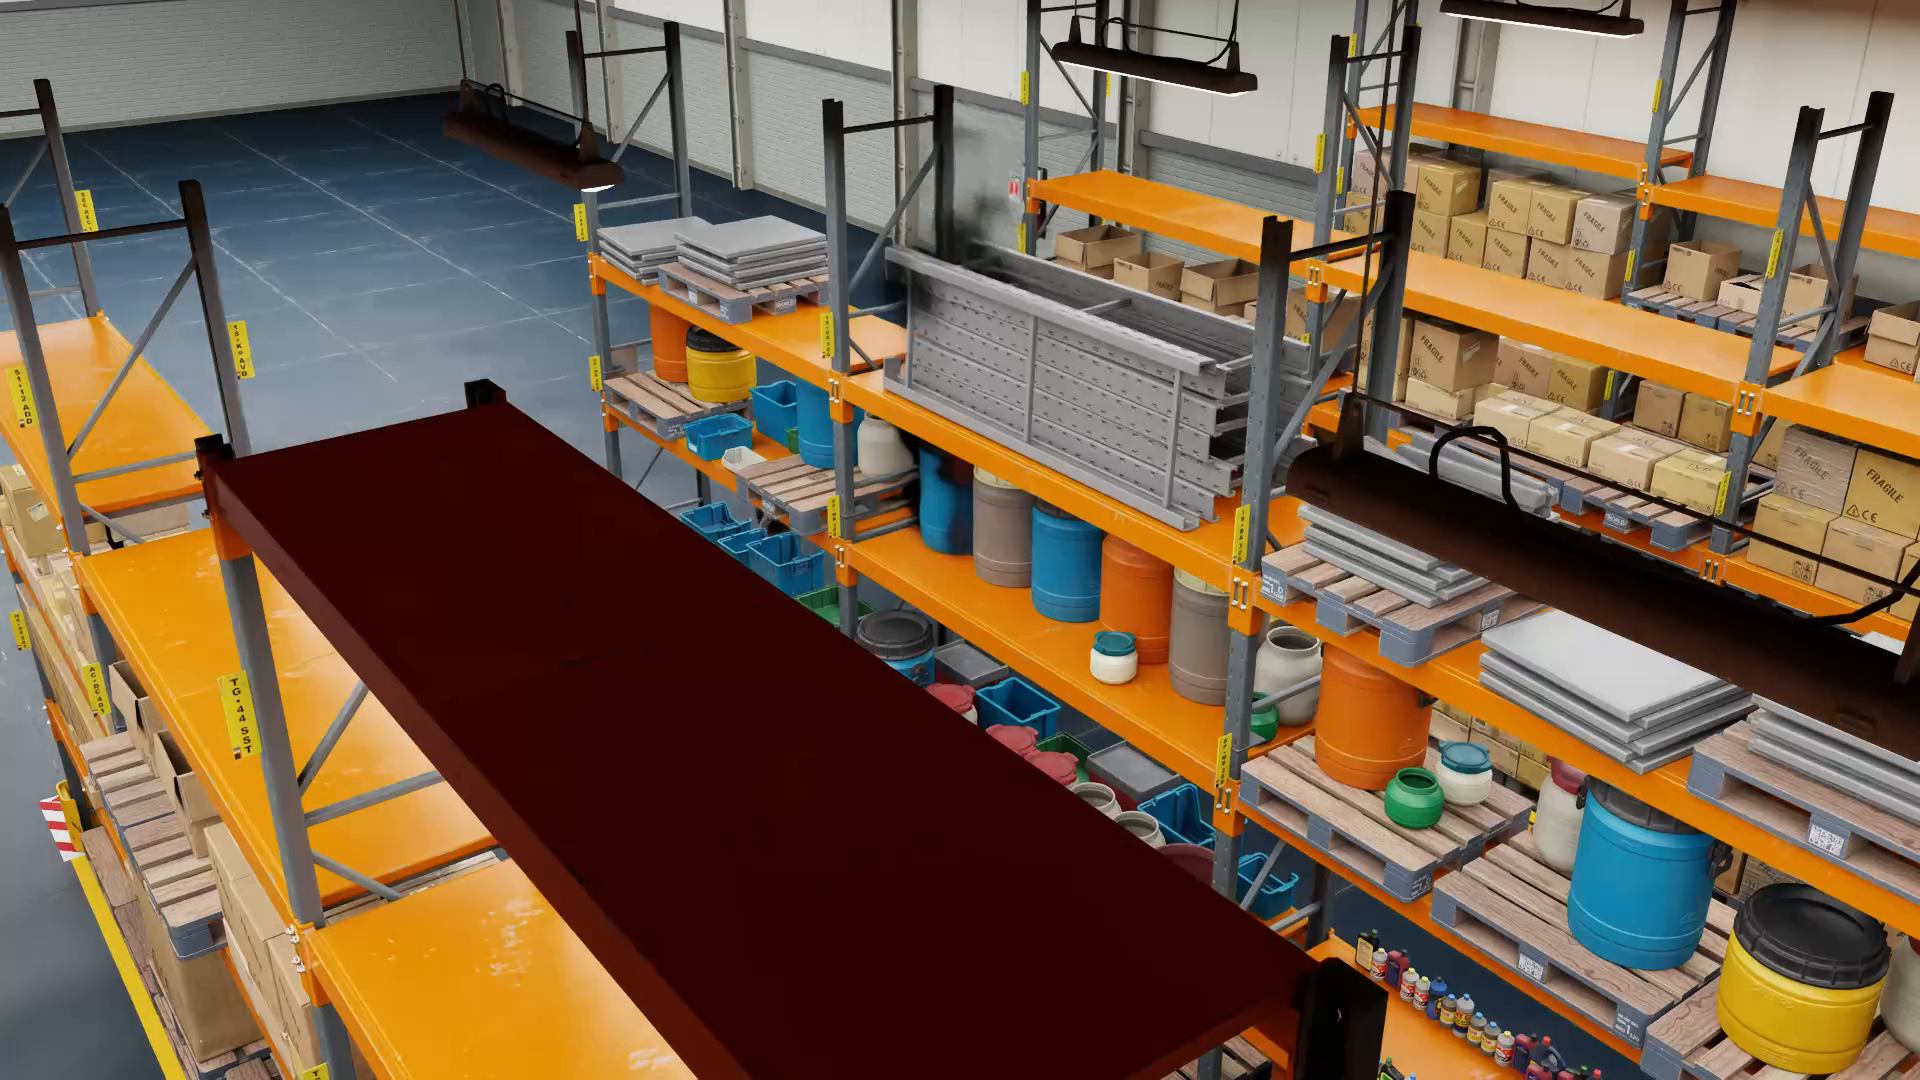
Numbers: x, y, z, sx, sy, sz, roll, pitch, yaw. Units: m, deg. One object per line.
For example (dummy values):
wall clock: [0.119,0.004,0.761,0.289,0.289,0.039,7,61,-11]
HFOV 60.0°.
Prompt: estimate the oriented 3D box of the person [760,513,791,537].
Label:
person: [-1.879,0.006,17.174,0.635,1.579,0.685,16,29,30]
